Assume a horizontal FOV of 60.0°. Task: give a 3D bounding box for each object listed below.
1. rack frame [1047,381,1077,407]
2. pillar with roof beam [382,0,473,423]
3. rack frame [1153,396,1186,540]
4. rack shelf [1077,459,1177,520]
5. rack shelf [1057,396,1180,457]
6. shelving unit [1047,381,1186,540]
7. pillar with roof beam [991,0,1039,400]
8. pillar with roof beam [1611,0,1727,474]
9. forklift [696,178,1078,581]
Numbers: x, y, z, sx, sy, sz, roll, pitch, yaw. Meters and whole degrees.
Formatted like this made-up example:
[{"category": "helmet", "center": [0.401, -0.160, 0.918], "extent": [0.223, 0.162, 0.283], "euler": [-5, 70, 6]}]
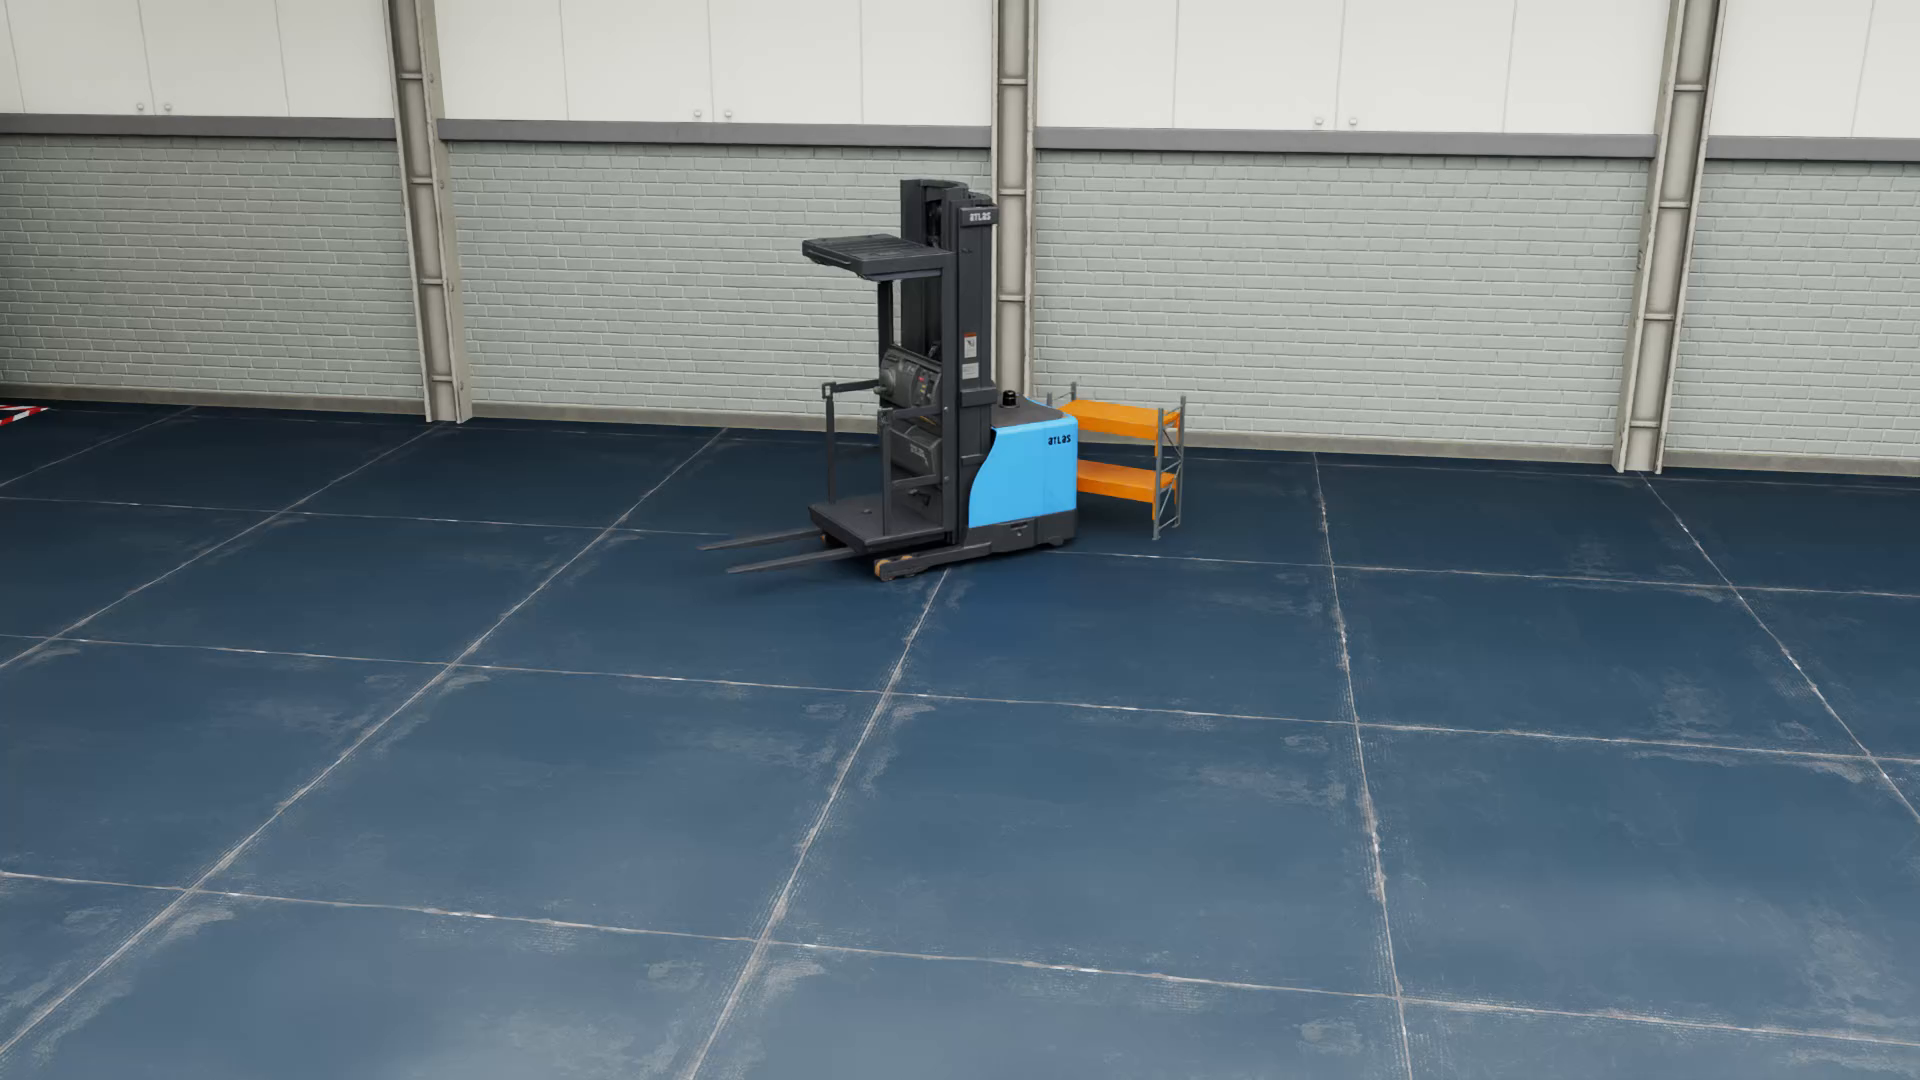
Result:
[{"category": "rack frame", "center": [0.866, -0.764, 14.313], "extent": [0.032, 1.125, 0.500], "euler": [11, 21, 29]}, {"category": "pillar with roof beam", "center": [-6.094, -4.204, 12.185], "extent": [0.400, 9.000, 9.100], "euler": [3, 19, 9]}, {"category": "rack frame", "center": [1.743, -0.600, 13.825], "extent": [0.032, 1.125, 0.500], "euler": [11, 21, 29]}, {"category": "rack shelf", "center": [1.305, -0.450, 14.146], "extent": [1.000, 0.278, 0.538], "euler": [11, 21, 29]}, {"category": "rack shelf", "center": [1.305, -0.960, 13.976], "extent": [1.000, 0.278, 0.538], "euler": [11, 21, 29]}, {"category": "shelving unit", "center": [1.305, -0.682, 14.069], "extent": [1.048, 1.125, 0.538], "euler": [11, 21, 29]}, {"category": "pillar with roof beam", "center": [-0.169, -3.902, 11.283], "extent": [0.400, 9.000, 9.100], "euler": [3, 19, 9]}, {"category": "pillar with roof beam", "center": [5.755, -3.600, 10.380], "extent": [0.400, 9.000, 9.100], "euler": [3, 19, 9]}, {"category": "forklift", "center": [-0.572, -1.263, 12.958], "extent": [3.031, 2.935, 1.130], "euler": [-10, 21, -28]}]
